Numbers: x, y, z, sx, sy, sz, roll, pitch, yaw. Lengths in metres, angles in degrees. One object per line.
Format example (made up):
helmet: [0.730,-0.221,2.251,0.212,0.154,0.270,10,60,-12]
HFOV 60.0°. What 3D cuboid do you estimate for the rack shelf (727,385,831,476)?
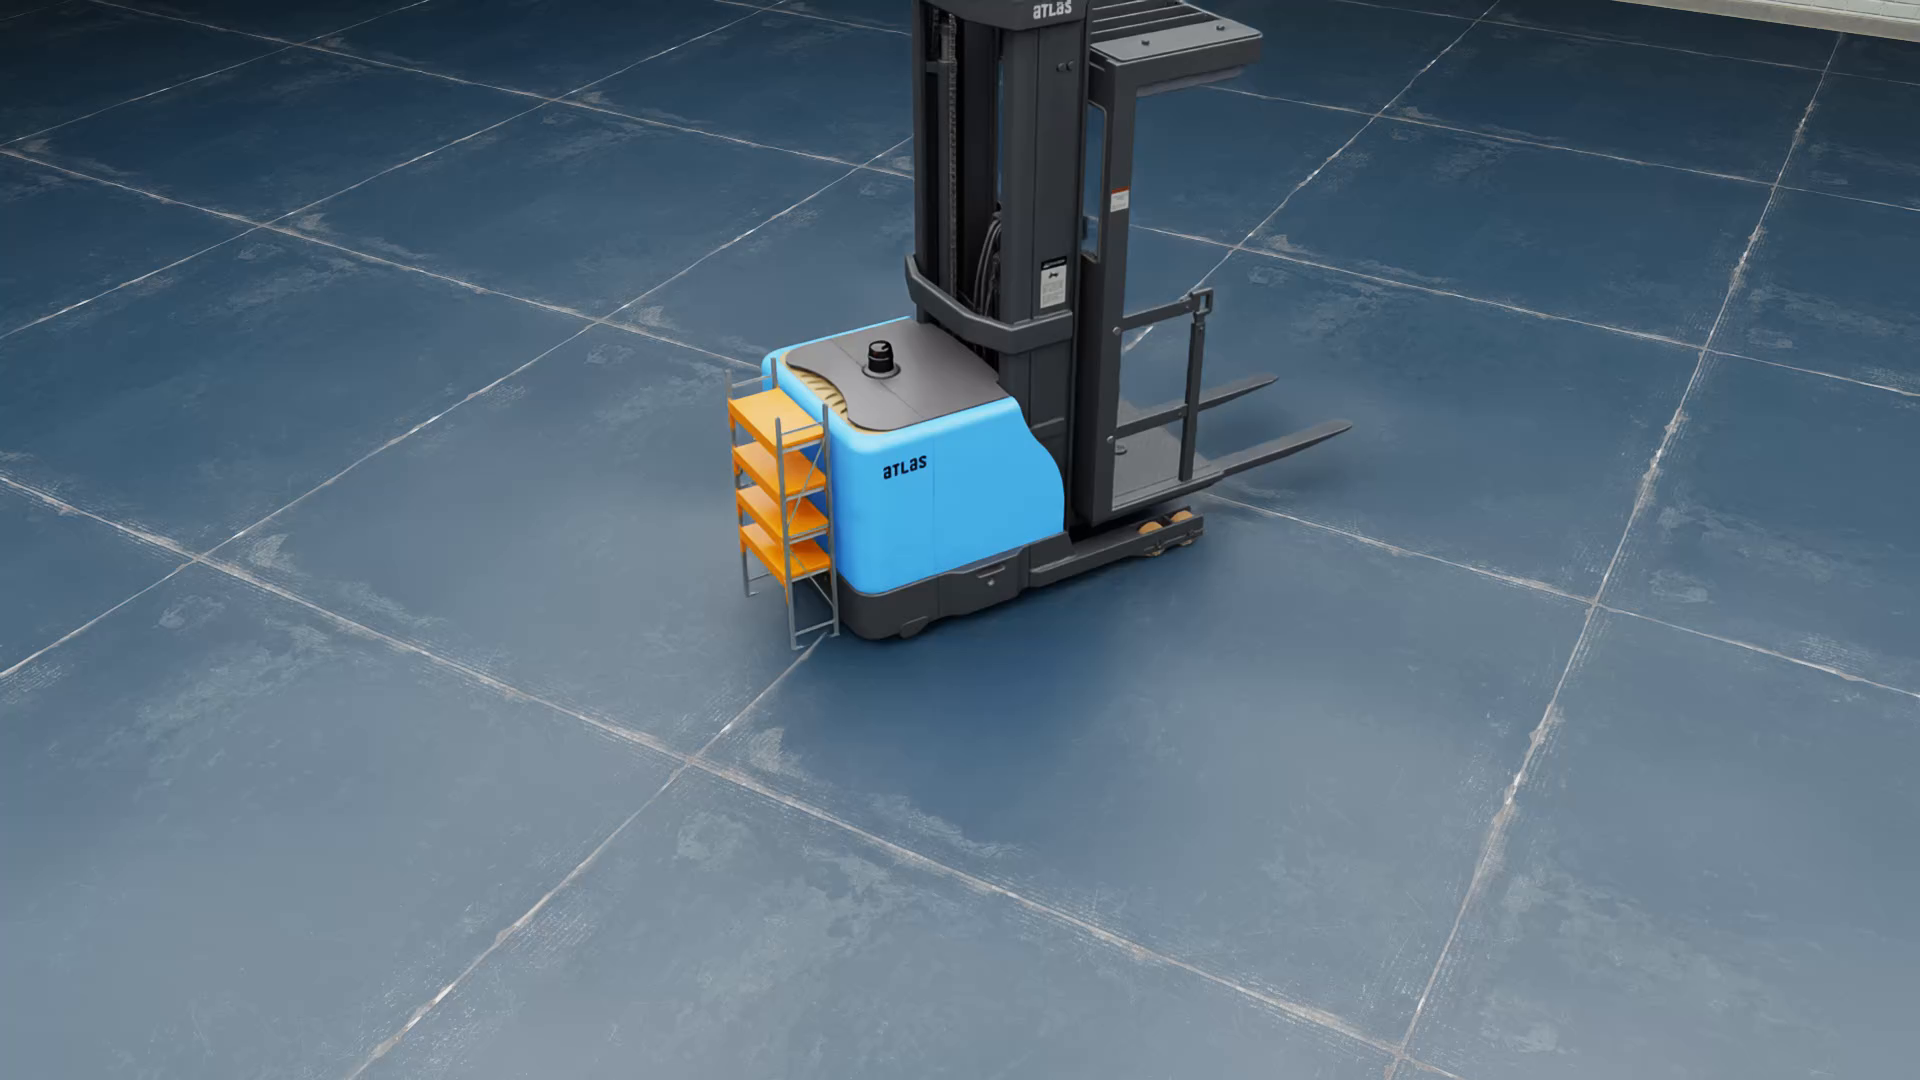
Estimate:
rack shelf: [-0.784,-0.477,7.175,0.258,0.148,0.480,-19,38,-26]

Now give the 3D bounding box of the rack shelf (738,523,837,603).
rack shelf: [-0.784,0.071,7.541,0.258,0.148,0.480,-19,38,-26]

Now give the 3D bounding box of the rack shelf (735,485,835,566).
rack shelf: [-0.784,-0.094,7.431,0.258,0.148,0.480,-19,38,-26]

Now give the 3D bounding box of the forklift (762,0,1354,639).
forklift: [0.608,-1.373,7.667,3.031,2.935,1.130,-18,38,-25]

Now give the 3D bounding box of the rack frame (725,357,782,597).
rack frame: [-0.911,-0.266,7.567,0.240,1.200,0.015,-19,38,-26]

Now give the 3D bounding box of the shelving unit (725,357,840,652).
shelving unit: [-0.784,-0.150,7.393,0.258,1.200,0.503,-19,38,-26]

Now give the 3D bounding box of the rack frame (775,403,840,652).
rack frame: [-0.657,-0.035,7.220,0.240,1.200,0.015,-19,38,-26]

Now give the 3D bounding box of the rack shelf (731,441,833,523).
rack shelf: [-0.784,-0.281,7.307,0.258,0.148,0.480,-19,38,-26]
